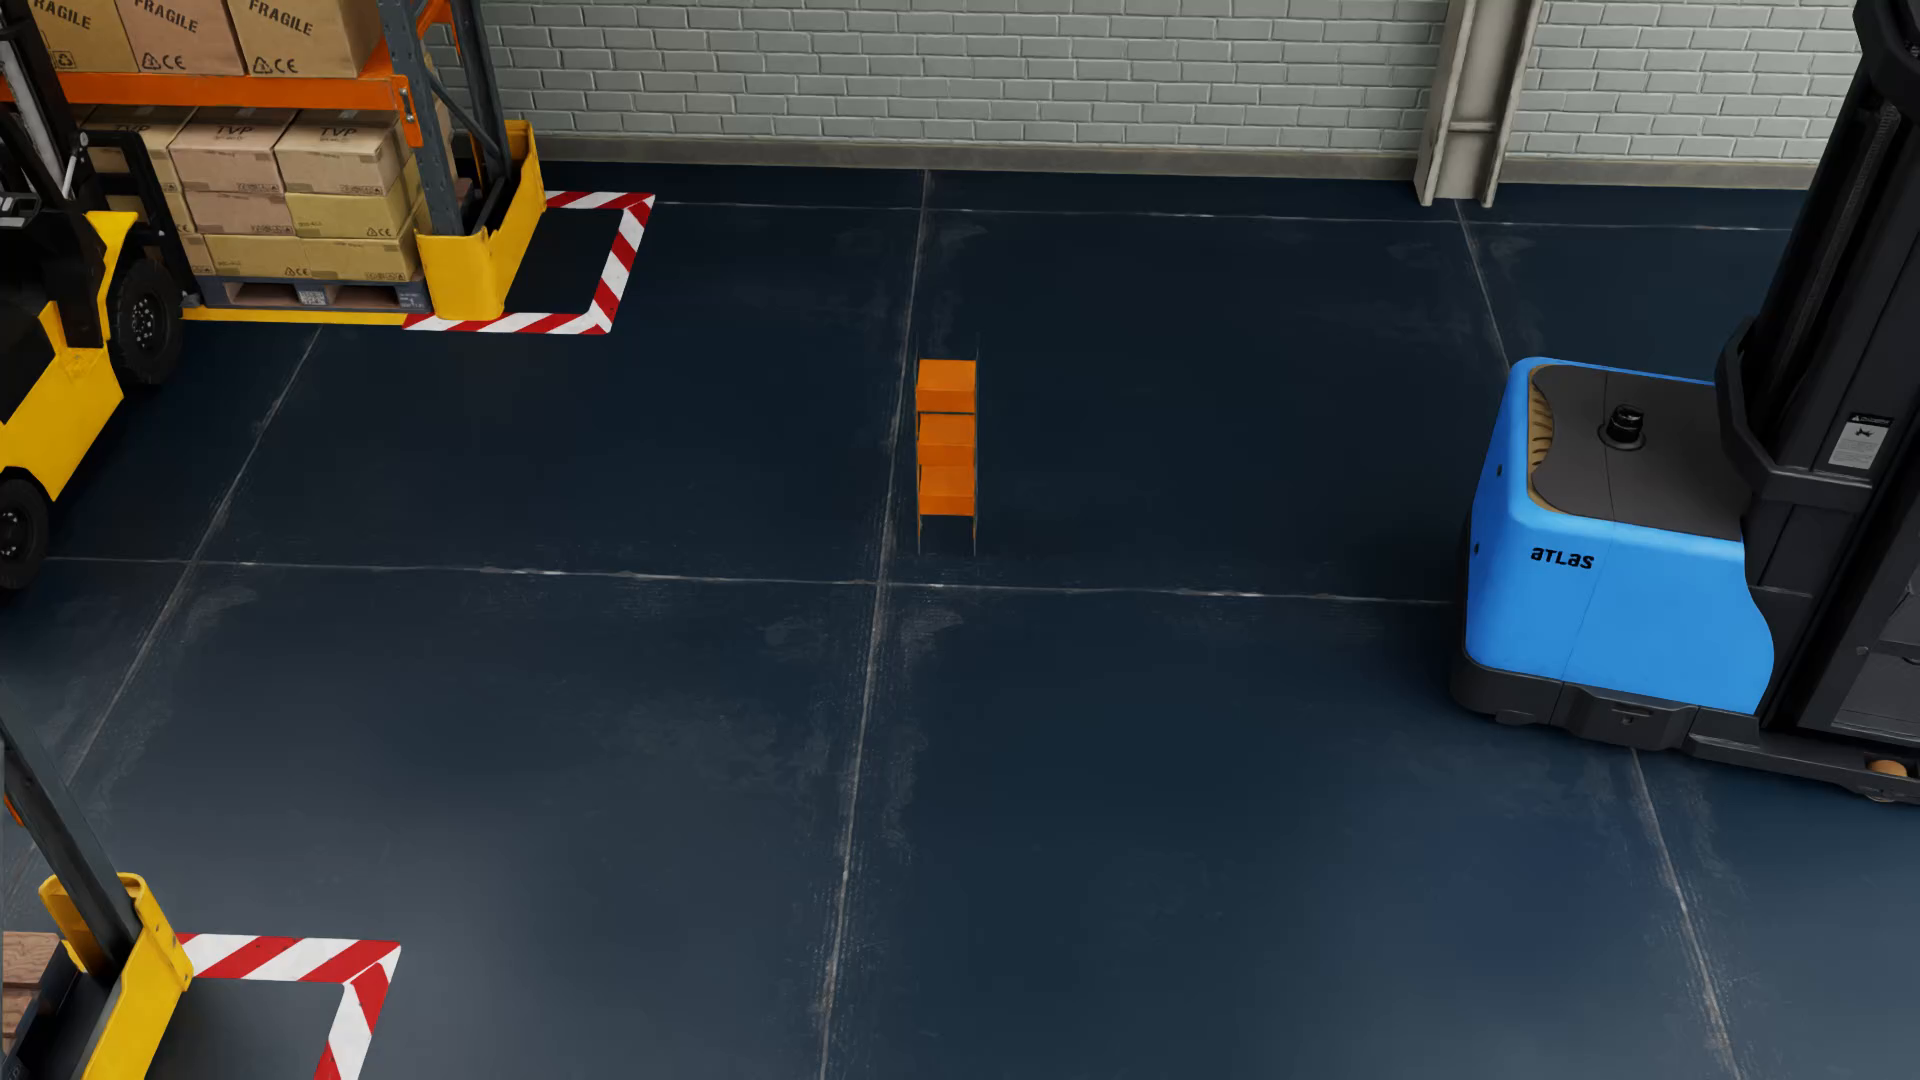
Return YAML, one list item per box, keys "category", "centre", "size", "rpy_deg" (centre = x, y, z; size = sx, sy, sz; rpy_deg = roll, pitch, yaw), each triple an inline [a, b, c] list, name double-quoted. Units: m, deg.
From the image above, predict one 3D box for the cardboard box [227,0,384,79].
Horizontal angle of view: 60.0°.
- category: "cardboard box"
  centre: [-3.044, -2.497, 7.742]
  size: [0.500, 0.500, 0.500]
  rpy_deg: [1, 43, 1]

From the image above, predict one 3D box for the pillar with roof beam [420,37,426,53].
- category: "pillar with roof beam"
  centre: [-3.390, -2.523, 3.442]
  size: [0.400, 9.000, 9.100]
  rpy_deg: [2, 43, 2]

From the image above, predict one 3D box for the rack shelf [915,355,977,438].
- category: "rack shelf"
  centre: [-0.053, -0.586, 6.793]
  size: [0.240, 0.259, 0.215]
  rpy_deg: [2, 43, 2]

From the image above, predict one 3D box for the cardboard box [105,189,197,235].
- category: "cardboard box"
  centre: [-4.058, -1.781, 8.389]
  size: [0.500, 0.250, 0.500]
  rpy_deg: [1, 43, 1]

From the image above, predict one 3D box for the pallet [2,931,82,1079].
- category: "pallet"
  centre: [-3.646, 1.724, 5.329]
  size: [1.213, 0.211, 1.003]
  rpy_deg: [2, 43, 2]

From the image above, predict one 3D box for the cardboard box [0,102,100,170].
- category: "cardboard box"
  centre: [-4.535, -1.981, 8.237]
  size: [0.500, 0.250, 0.500]
  rpy_deg: [1, 43, 1]

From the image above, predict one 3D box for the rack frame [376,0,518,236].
- category: "rack frame"
  centre: [-2.541, -2.625, 7.952]
  size: [0.127, 3.000, 1.000]
  rpy_deg: [2, 43, 2]

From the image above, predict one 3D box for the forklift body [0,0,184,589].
- category: "forklift body"
  centre: [-4.517, -1.130, 6.970]
  size: [1.214, 2.155, 2.313]
  rpy_deg: [2, 43, 2]

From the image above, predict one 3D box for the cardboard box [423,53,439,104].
- category: "cardboard box"
  centre: [-3.012, -2.282, 8.560]
  size: [0.500, 0.250, 0.500]
  rpy_deg: [1, 43, 1]

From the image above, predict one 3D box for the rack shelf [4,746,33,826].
- category: "rack shelf"
  centre: [-4.758, 0.957, 4.635]
  size: [4.000, 0.370, 1.077]
  rpy_deg: [2, 43, 2]

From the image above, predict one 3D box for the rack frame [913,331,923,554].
- category: "rack frame"
  centre: [-0.175, -0.390, 6.983]
  size: [0.008, 1.050, 0.200]
  rpy_deg: [2, 43, 2]

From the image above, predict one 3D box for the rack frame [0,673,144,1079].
- category: "rack frame"
  centre: [-2.761, 0.755, 4.324]
  size: [0.127, 3.000, 1.000]
  rpy_deg: [2, 43, 2]

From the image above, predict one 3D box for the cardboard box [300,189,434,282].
- category: "cardboard box"
  centre: [-3.024, -1.571, 8.531]
  size: [0.500, 0.250, 0.500]
  rpy_deg: [2, 43, 2]

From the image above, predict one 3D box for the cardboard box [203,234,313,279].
- category: "cardboard box"
  centre: [-3.521, -1.593, 8.554]
  size: [0.500, 0.250, 0.500]
  rpy_deg: [2, 43, 2]

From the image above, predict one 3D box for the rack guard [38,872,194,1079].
- category: "rack guard"
  centre: [-2.836, 1.668, 5.178]
  size: [0.348, 0.500, 1.175]
  rpy_deg: [2, 43, 2]

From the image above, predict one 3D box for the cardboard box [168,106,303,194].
- category: "cardboard box"
  centre: [-3.525, -1.951, 8.205]
  size: [0.500, 0.250, 0.500]
  rpy_deg: [2, 43, 3]

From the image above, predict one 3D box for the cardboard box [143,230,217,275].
- category: "cardboard box"
  centre: [-4.020, -1.615, 8.577]
  size: [0.500, 0.250, 0.500]
  rpy_deg: [2, 43, 2]

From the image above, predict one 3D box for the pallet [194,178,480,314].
- category: "pallet"
  centre: [-3.307, -1.599, 8.897]
  size: [1.213, 0.211, 1.003]
  rpy_deg: [2, 43, 2]

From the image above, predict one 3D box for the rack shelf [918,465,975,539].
- category: "rack shelf"
  centre: [-0.053, -0.175, 7.176]
  size: [0.240, 0.259, 0.215]
  rpy_deg: [2, 43, 2]

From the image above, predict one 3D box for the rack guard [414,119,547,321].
- category: "rack guard"
  centre: [-2.517, -1.709, 8.803]
  size: [0.348, 0.500, 1.175]
  rpy_deg: [2, 43, 2]

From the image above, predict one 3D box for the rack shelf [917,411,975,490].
- category: "rack shelf"
  centre: [-0.053, -0.378, 6.986]
  size: [0.240, 0.259, 0.215]
  rpy_deg: [2, 43, 2]

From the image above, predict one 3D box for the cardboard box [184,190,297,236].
- category: "cardboard box"
  centre: [-3.542, -1.780, 8.388]
  size: [0.500, 0.250, 0.500]
  rpy_deg: [1, 43, 1]

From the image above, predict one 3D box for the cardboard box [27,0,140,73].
- category: "cardboard box"
  centre: [-4.074, -2.535, 7.783]
  size: [0.500, 0.500, 0.500]
  rpy_deg: [1, 43, 1]

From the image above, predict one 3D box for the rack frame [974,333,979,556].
- category: "rack frame"
  centre: [0.068, -0.382, 6.975]
  size: [0.008, 1.050, 0.200]
  rpy_deg: [2, 43, 2]

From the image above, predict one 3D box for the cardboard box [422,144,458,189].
- category: "cardboard box"
  centre: [-3.023, -1.920, 8.905]
  size: [0.500, 0.250, 0.500]
  rpy_deg: [2, 43, 2]

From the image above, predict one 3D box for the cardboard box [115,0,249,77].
- category: "cardboard box"
  centre: [-3.562, -2.520, 7.766]
  size: [0.500, 0.500, 0.500]
  rpy_deg: [3, 43, 3]

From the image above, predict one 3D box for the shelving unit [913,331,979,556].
- category: "shelving unit"
  centre: [-0.053, -0.386, 6.979]
  size: [0.252, 1.050, 0.215]
  rpy_deg: [2, 43, 2]

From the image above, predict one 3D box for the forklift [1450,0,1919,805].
- category: "forklift"
  centre: [3.516, -0.455, 5.673]
  size: [3.031, 2.935, 1.130]
  rpy_deg: [10, 44, 11]

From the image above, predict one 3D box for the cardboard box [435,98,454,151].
- category: "cardboard box"
  centre: [-3.001, -2.111, 8.743]
  size: [0.500, 0.250, 0.500]
  rpy_deg: [2, 43, 3]

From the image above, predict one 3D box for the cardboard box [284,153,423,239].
- category: "cardboard box"
  centre: [-3.041, -1.757, 8.363]
  size: [0.500, 0.250, 0.500]
  rpy_deg: [1, 43, 1]

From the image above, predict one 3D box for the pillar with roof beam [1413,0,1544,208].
- category: "pillar with roof beam"
  centre: [2.604, -2.339, 3.245]
  size: [0.400, 9.000, 9.100]
  rpy_deg: [2, 43, 2]

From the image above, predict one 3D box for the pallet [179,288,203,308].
- category: "pallet"
  centre: [-4.522, -1.639, 8.939]
  size: [1.213, 0.211, 1.003]
  rpy_deg: [2, 43, 2]

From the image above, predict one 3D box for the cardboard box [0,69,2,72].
- category: "cardboard box"
  centre: [-4.577, -2.543, 7.791]
  size: [0.500, 0.500, 0.500]
  rpy_deg: [2, 43, 2]

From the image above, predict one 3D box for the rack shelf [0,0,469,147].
- category: "rack shelf"
  centre: [-4.539, -2.423, 8.263]
  size: [4.000, 0.370, 1.077]
  rpy_deg: [2, 43, 2]

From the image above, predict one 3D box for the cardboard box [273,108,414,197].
- category: "cardboard box"
  centre: [-3.015, -1.940, 8.193]
  size: [0.500, 0.250, 0.500]
  rpy_deg: [3, 43, 3]

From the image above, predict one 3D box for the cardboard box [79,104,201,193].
- category: "cardboard box"
  centre: [-4.030, -1.960, 8.215]
  size: [0.500, 0.250, 0.500]
  rpy_deg: [2, 43, 2]
